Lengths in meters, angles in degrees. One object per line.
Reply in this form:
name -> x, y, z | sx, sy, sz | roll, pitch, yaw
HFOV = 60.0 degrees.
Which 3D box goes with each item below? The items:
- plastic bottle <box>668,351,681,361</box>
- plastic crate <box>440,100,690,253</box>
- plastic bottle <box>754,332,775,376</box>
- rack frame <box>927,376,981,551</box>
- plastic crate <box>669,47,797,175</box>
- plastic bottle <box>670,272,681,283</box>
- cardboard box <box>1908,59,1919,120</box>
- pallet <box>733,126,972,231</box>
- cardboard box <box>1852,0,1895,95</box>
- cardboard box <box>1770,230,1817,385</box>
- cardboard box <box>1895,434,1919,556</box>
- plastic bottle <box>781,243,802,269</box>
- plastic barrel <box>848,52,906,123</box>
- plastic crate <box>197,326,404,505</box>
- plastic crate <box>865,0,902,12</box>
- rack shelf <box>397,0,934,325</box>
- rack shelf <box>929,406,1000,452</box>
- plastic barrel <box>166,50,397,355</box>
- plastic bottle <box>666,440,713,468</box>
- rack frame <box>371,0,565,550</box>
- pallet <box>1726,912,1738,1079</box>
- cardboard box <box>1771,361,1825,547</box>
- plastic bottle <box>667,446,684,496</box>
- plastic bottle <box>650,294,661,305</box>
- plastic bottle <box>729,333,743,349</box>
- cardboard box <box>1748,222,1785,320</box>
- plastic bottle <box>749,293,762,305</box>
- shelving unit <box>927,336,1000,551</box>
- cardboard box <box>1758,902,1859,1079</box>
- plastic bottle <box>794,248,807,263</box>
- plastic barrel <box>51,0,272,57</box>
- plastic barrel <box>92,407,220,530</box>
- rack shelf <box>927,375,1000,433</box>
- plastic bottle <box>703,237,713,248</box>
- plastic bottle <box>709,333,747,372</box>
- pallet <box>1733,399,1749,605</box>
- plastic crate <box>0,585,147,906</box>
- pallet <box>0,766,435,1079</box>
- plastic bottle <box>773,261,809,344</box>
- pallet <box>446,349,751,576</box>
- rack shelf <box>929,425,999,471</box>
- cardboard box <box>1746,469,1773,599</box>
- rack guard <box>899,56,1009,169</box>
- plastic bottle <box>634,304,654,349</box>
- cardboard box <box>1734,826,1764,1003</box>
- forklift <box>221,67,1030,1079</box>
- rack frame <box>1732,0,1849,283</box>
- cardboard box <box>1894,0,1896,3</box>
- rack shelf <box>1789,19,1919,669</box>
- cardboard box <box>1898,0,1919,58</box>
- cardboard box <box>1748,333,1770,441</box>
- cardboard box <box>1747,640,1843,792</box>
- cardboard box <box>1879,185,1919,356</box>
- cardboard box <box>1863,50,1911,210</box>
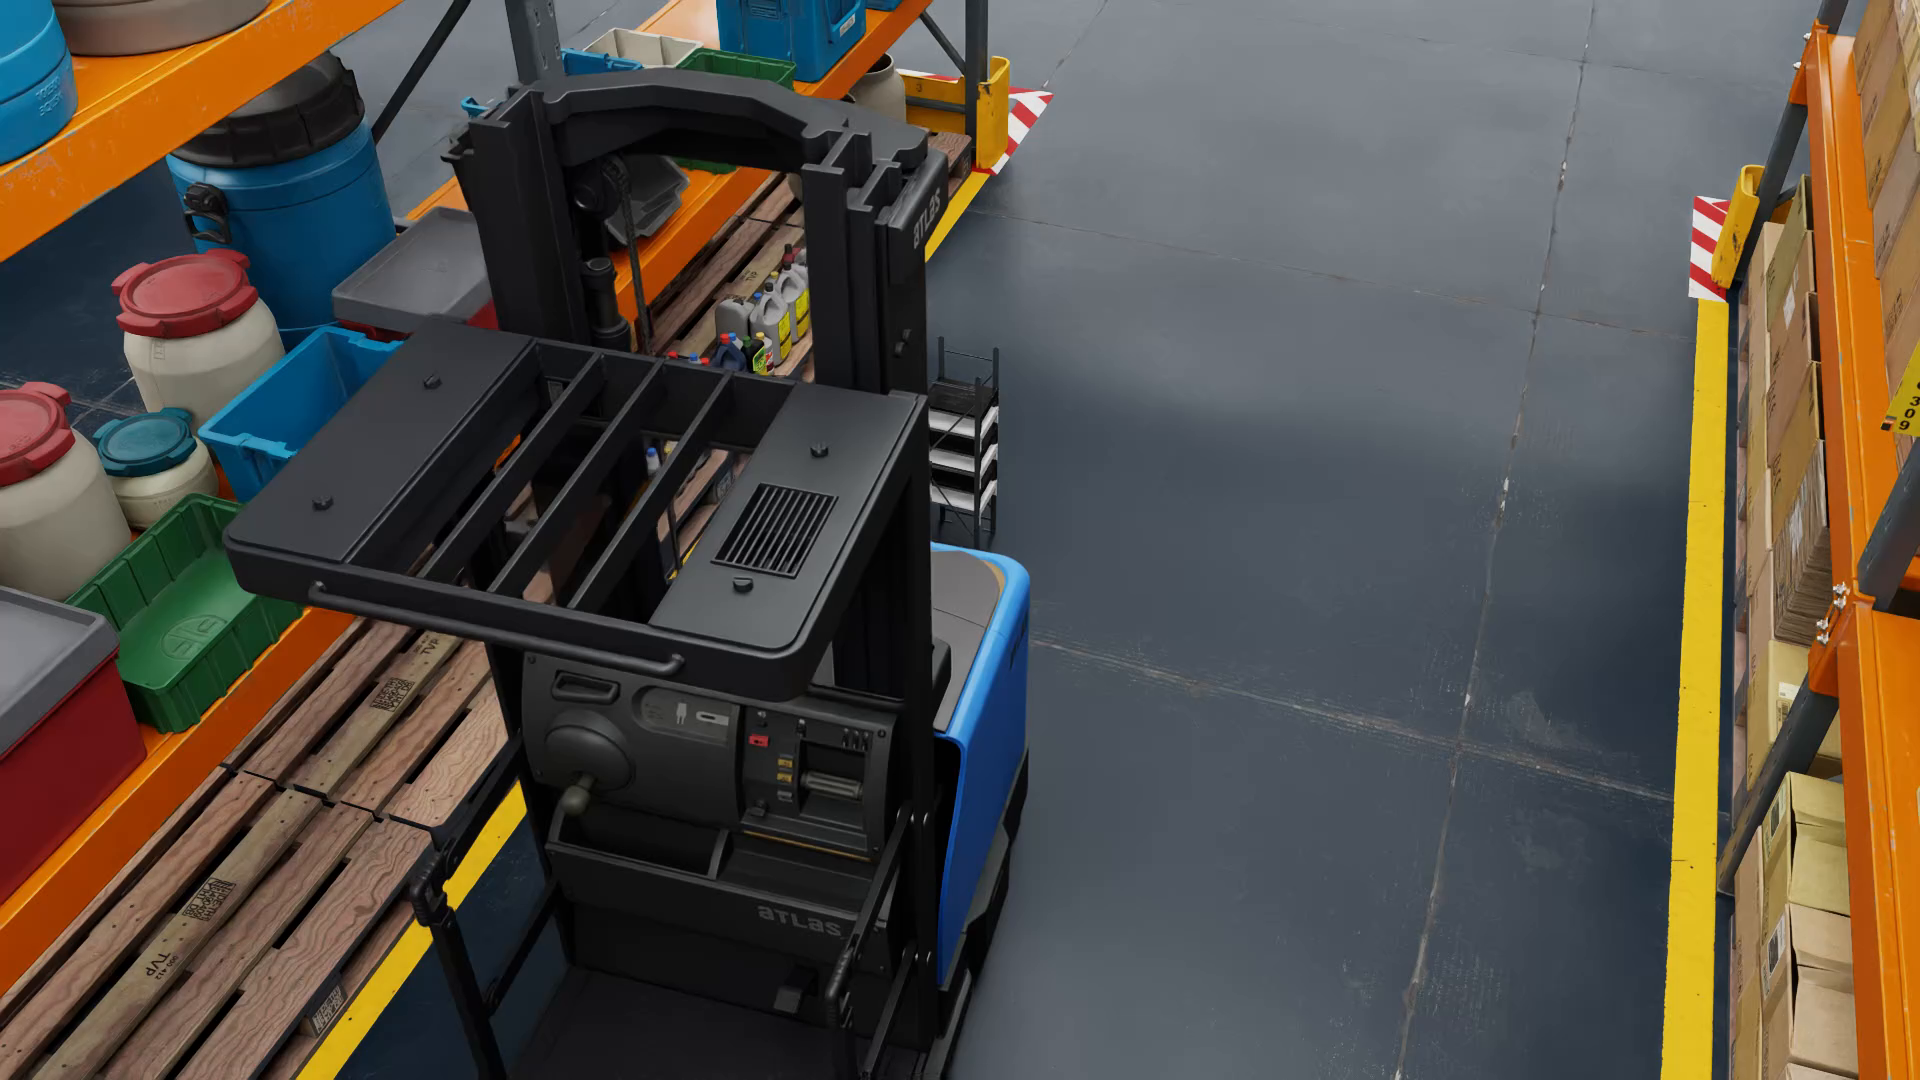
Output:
plastic bottle -> -1.177, -0.612, 6.858 | 0.144, 0.351, 0.185 | 13, 42, 15
plastic crate -> -1.409, -1.287, 5.995 | 0.767, 0.338, 0.504 | 13, 42, 15
plastic bottle -> -0.858, -0.805, 7.200 | 0.097, 0.201, 0.097 | 0, 40, 0
rack frame -> -0.038, -0.275, 6.379 | 0.240, 0.900, 0.006 | 13, 42, 15
plastic crate -> -0.978, -1.704, 6.600 | 0.450, 0.188, 0.662 | 13, 42, 15
plastic bottle -> -1.369, -1.343, 7.776 | 0.097, 0.271, 0.097 | 0, 40, 0
cardboard box -> 3.451, -1.514, 5.636 | 0.380, 0.149, 0.250 | 14, 42, 15
pallet -> -0.604, -1.847, 8.753 | 1.003, 0.211, 1.213 | 13, 42, 15
cardboard box -> 4.142, -2.114, 6.840 | 0.700, 0.500, 0.500 | 13, 42, 15
cardboard box -> 3.594, -0.866, 6.671 | 0.500, 0.500, 0.500 | 13, 42, 15
cardboard box -> 3.092, -0.228, 4.629 | 0.700, 0.500, 0.500 | 12, 42, 14
plastic bottle -> -0.768, -1.252, 7.660 | 0.061, 0.283, 0.133 | 13, 42, 15
plastic barrel -> -0.493, -2.254, 8.674 | 0.421, 0.512, 0.421 | 0, 40, 0
plastic crate -> -1.792, -0.272, 4.770 | 0.392, 0.384, 0.575 | 13, 42, 15
plastic crate -> -0.457, -2.636, 7.644 | 0.499, 0.251, 0.408 | 13, 42, 15
rack shelf -> -1.023, -1.966, 7.297 | 1.077, 0.370, 4.000 | 13, 42, 15
rack shelf -> -0.003, -0.449, 6.357 | 0.258, 0.077, 0.200 | 13, 42, 15
plastic barrel -> -2.124, -1.042, 5.274 | 0.600, 0.901, 0.708 | 13, 42, 15
plastic bottle -> -1.101, -0.451, 6.727 | 0.152, 0.276, 0.135 | 15, 43, 17
rack frame -> -1.707, -1.020, 5.634 | 1.000, 3.000, 0.127 | 13, 42, 15
pallet -> 2.731, 1.601, 4.711 | 1.003, 0.211, 1.213 | 13, 42, 15
cardboard box -> 3.249, -0.257, 5.957 | 0.500, 0.500, 0.500 | 13, 42, 15
plastic bottle -> -1.151, -0.282, 6.586 | 0.097, 0.201, 0.097 | 0, 40, 0
plastic bottle -> -1.437, -1.195, 7.657 | 0.097, 0.201, 0.097 | 0, 40, 0
plastic bottle -> -0.961, -0.763, 7.096 | 0.097, 0.271, 0.097 | 0, 40, 0
cardboard box -> 3.922, -1.194, 7.633 | 0.500, 0.250, 0.500 | 13, 42, 15
plastic bottle -> -0.896, -1.011, 7.441 | 0.097, 0.201, 0.097 | 0, 40, 0
shelving unit -> -0.003, -0.337, 6.452 | 0.258, 0.900, 0.210 | 13, 42, 15
cardboard box -> 2.395, 1.256, 4.330 | 0.500, 0.311, 0.500 | 13, 42, 15
plastic bottle -> -0.667, -1.225, 7.635 | 0.152, 0.276, 0.135 | 14, 42, 15
plastic barrel -> -1.901, -1.594, 3.610 | 0.600, 0.901, 0.600 | 0, 40, 0
plastic barrel -> -2.304, -0.194, 4.773 | 0.301, 0.262, 0.301 | 0, 40, 0
rack shelf -> -0.003, -0.517, 6.299 | 0.258, 0.077, 0.200 | 13, 42, 15
plastic bottle -> -1.252, -1.552, 8.021 | 0.097, 0.271, 0.097 | 0, 40, 0
plastic bottle -> -0.977, -0.695, 6.955 | 0.144, 0.351, 0.185 | 12, 42, 13
pallet -> 3.673, -0.080, 6.681 | 1.003, 0.211, 1.213 | 13, 42, 15
plastic crate -> -2.235, 0.478, 3.829 | 0.402, 0.464, 0.583 | 13, 42, 15
pallet -> -2.355, 1.275, 5.093 | 1.003, 0.211, 1.213 | 13, 42, 15
plastic bottle -> -0.768, -1.067, 7.392 | 0.144, 0.351, 0.185 | 15, 43, 17
pallet -> -1.438, -0.359, 7.008 | 1.003, 0.211, 1.213 | 13, 42, 15
rack shelf -> -0.003, -0.380, 6.415 | 0.258, 0.077, 0.200 | 13, 42, 15
cardboard box -> 3.237, 0.026, 6.204 | 0.500, 0.250, 0.500 | 13, 42, 15
rack guard -> -0.321, -2.452, 9.238 | 1.175, 0.500, 0.348 | 13, 42, 15
plastic bottle -> -1.422, -0.999, 7.364 | 0.061, 0.283, 0.133 | 13, 42, 15
cardboard box -> 2.576, 1.159, 4.875 | 0.500, 0.250, 0.500 | 12, 42, 14
forklift -> -0.665, 0.594, 3.796 | 1.130, 2.935, 3.031 | 10, 42, 12
rack frame -> 4.314, -2.358, 7.202 | 1.000, 3.000, 0.127 | 13, 42, 15
cardboard box -> 3.803, -2.138, 6.368 | 0.380, 0.149, 0.250 | 13, 42, 15
rack shelf -> 3.630, -0.864, 6.006 | 1.077, 0.370, 4.000 | 13, 42, 15
cardboard box -> 3.626, -1.821, 5.996 | 0.380, 0.149, 0.250 | 12, 42, 14
cardboard box -> 3.583, -0.583, 6.917 | 0.500, 0.250, 0.500 | 13, 42, 15
cardboard box -> 2.900, 0.637, 5.487 | 0.500, 0.250, 0.500 | 13, 42, 15
cardboard box -> 3.442, -0.856, 5.366 | 0.700, 0.500, 0.500 | 14, 42, 16
cardboard box -> 3.792, -1.491, 6.109 | 0.700, 0.500, 0.500 | 14, 42, 15
